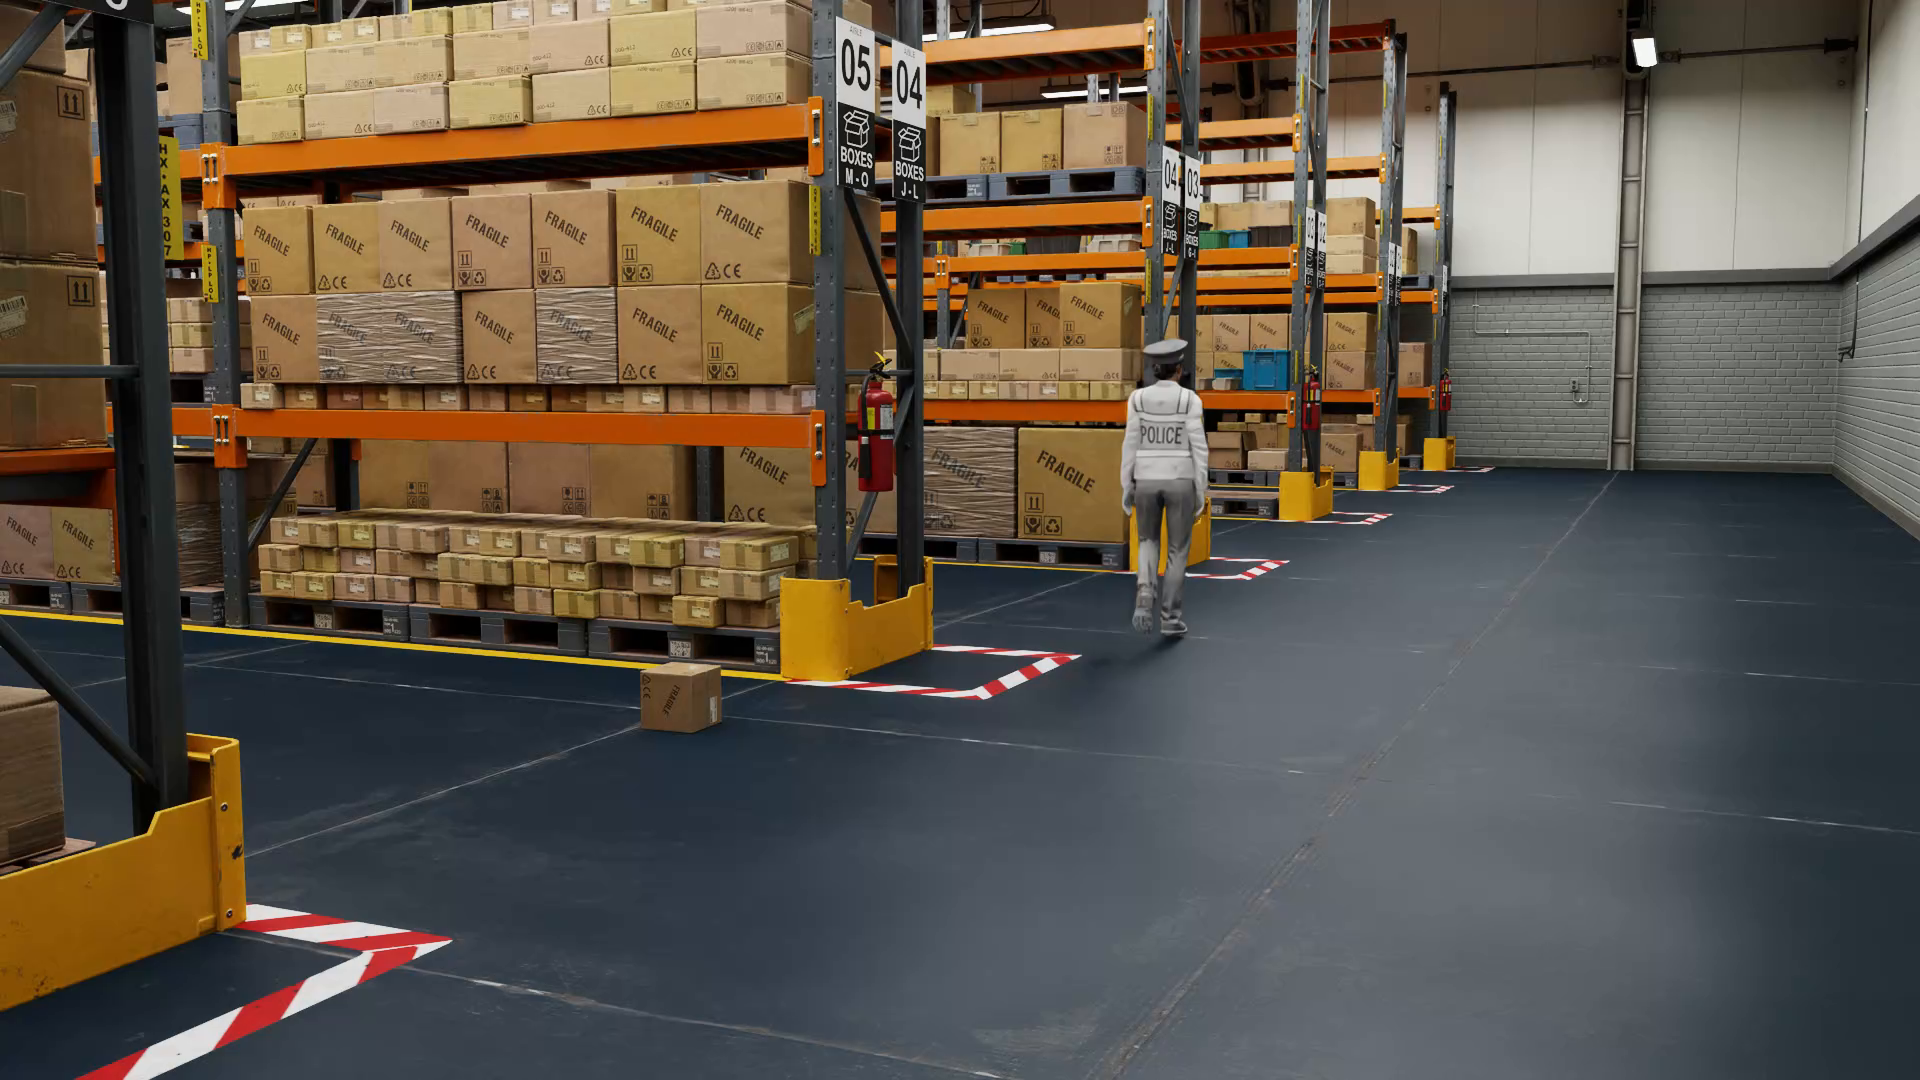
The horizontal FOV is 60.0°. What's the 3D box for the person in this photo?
[{"bbox_3d":[1.167,-0.300,9.412,0.507,1.679,0.433,2,6,22],"label":"person"}]
